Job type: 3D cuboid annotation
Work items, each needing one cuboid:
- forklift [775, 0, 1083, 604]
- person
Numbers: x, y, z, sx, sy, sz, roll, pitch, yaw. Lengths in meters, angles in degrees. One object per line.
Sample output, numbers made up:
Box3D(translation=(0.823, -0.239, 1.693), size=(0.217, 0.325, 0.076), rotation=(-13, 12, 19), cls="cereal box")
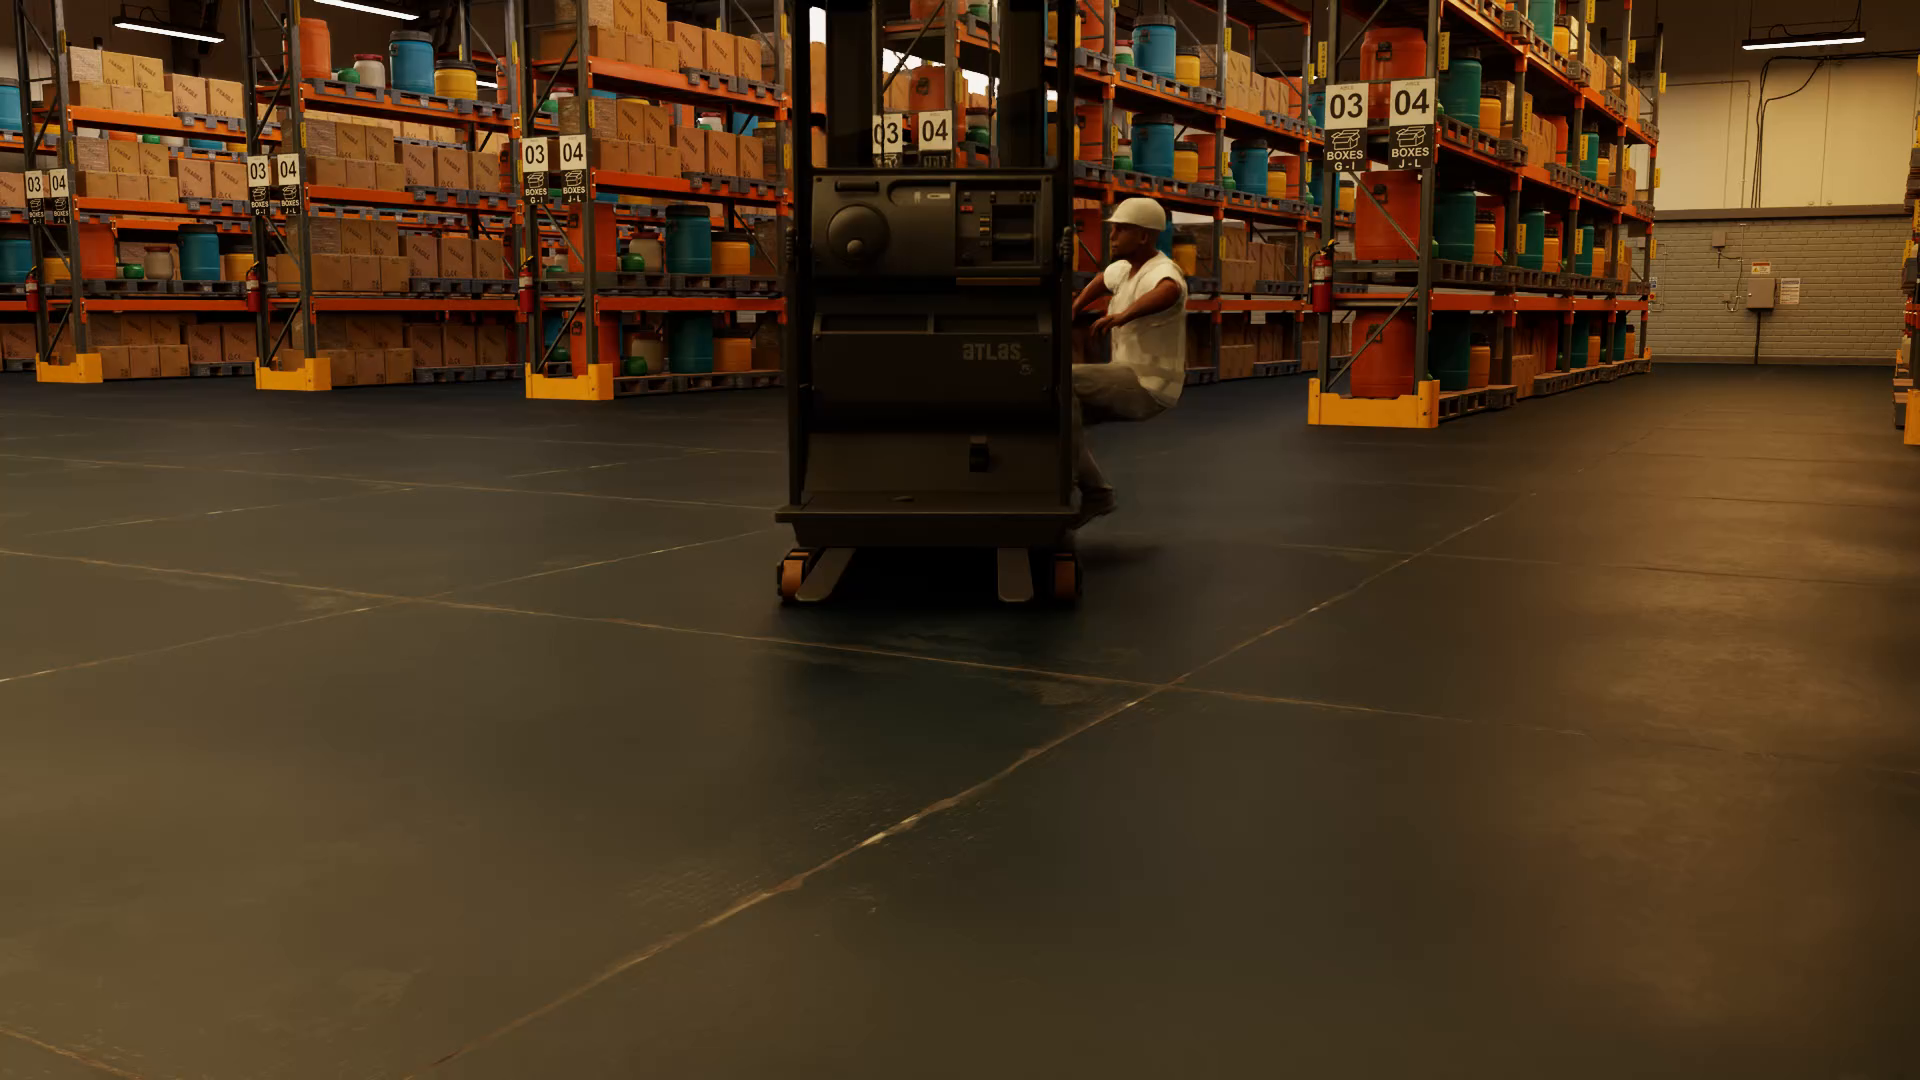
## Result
Box3D(translation=(-0.107, -1.259, 6.214), size=(1.130, 2.935, 3.031), rotation=(0, 8, 1), cls="forklift")
Box3D(translation=(0.581, -0.758, 7.369), size=(0.842, 1.500, 1.186), rotation=(-2, 8, -12), cls="person")
